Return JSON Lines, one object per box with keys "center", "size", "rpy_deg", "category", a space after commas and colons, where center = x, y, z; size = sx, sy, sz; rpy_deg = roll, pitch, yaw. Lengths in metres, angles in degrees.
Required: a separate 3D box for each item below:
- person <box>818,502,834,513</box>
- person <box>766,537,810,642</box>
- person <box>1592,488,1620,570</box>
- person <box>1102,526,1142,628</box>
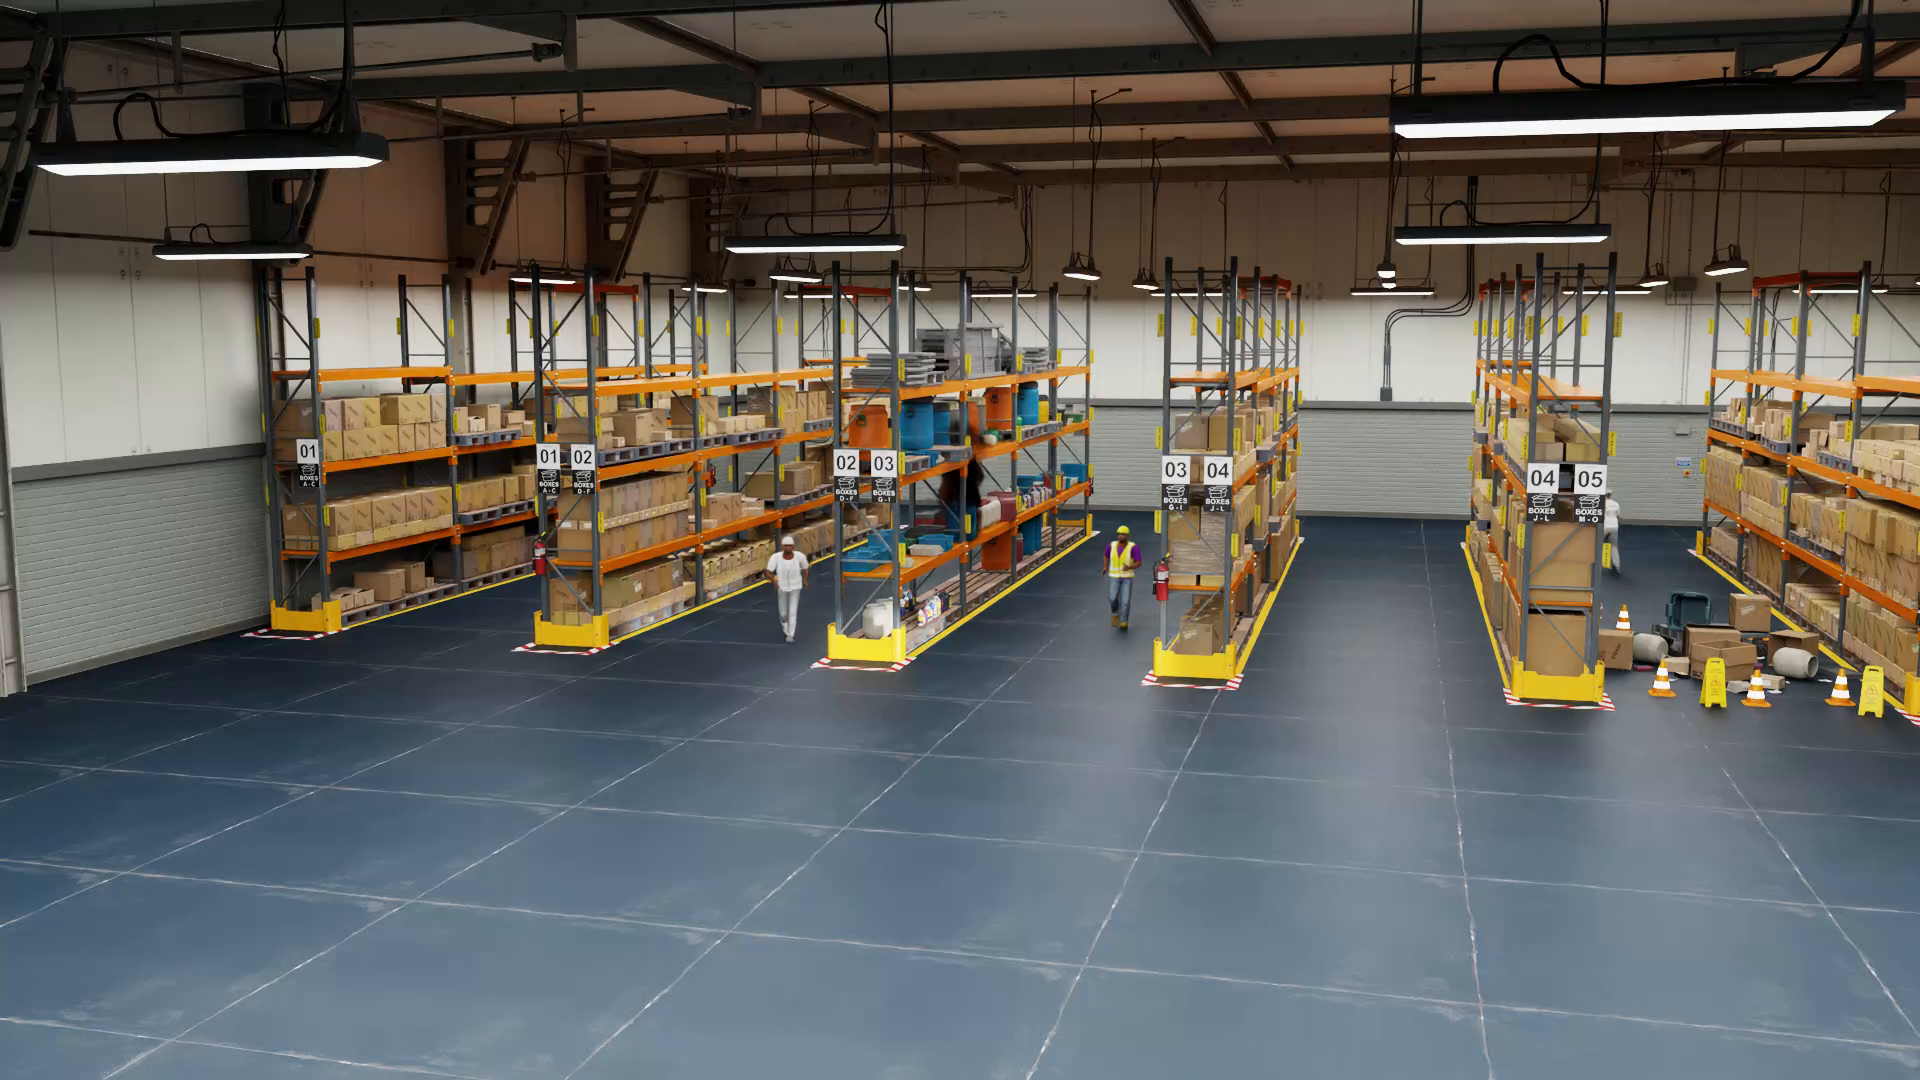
{"center": [-3.378, -1.364, 43.580], "size": [0.858, 1.661, 0.548], "rpy_deg": [4, 8, 26], "category": "person"}
{"center": [-2.767, 0.774, 26.785], "size": [0.701, 1.714, 0.761], "rpy_deg": [0, 7, -4], "category": "person"}
{"center": [13.431, -0.209, 34.558], "size": [0.664, 1.721, 0.974], "rpy_deg": [0, 7, -3], "category": "person"}
{"center": [2.680, 0.622, 27.658], "size": [0.672, 1.721, 0.658], "rpy_deg": [2, 7, 13], "category": "person"}
